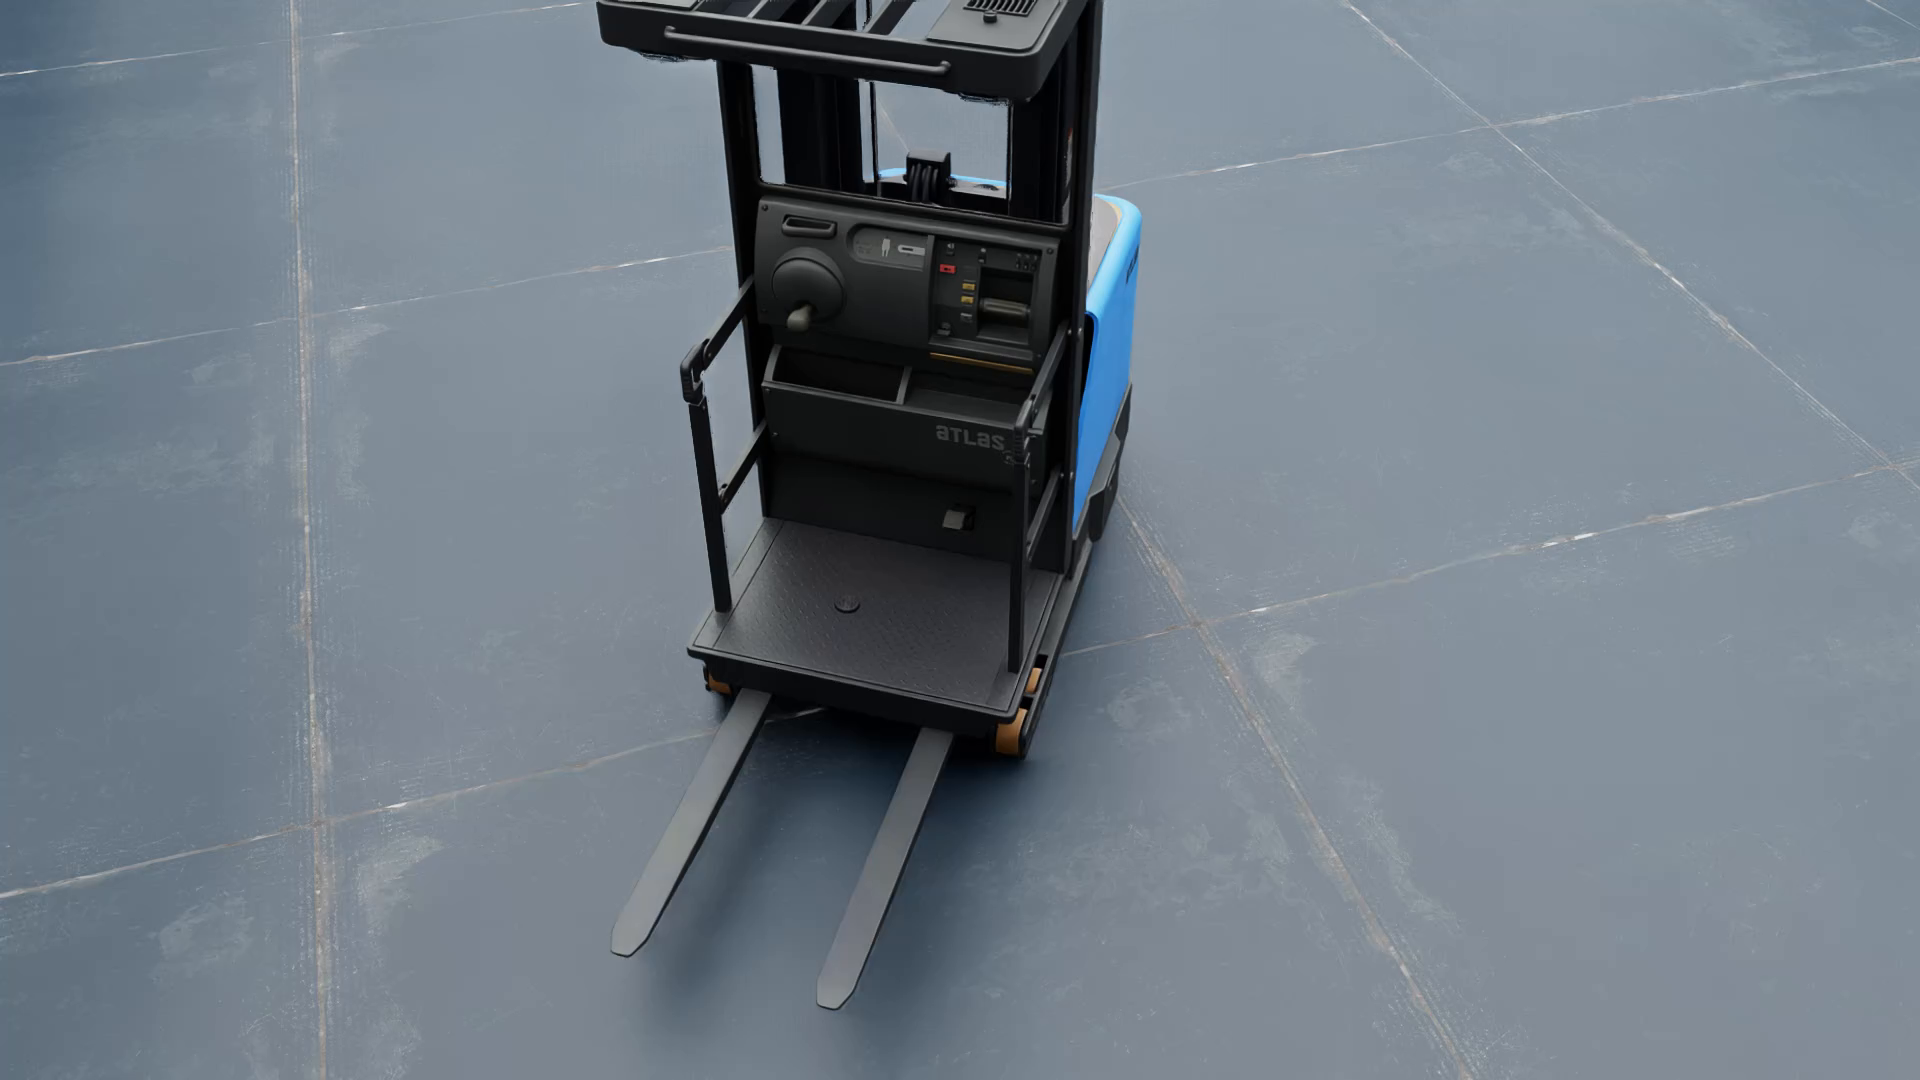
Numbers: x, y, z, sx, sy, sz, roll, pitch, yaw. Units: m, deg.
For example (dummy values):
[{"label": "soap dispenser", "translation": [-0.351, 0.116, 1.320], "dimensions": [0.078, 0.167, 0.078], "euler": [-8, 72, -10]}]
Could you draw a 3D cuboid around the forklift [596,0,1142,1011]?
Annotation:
[{"label": "forklift", "translation": [-0.227, -0.690, 4.812], "dimensions": [1.130, 2.935, 3.031], "euler": [11, 42, 12]}]
